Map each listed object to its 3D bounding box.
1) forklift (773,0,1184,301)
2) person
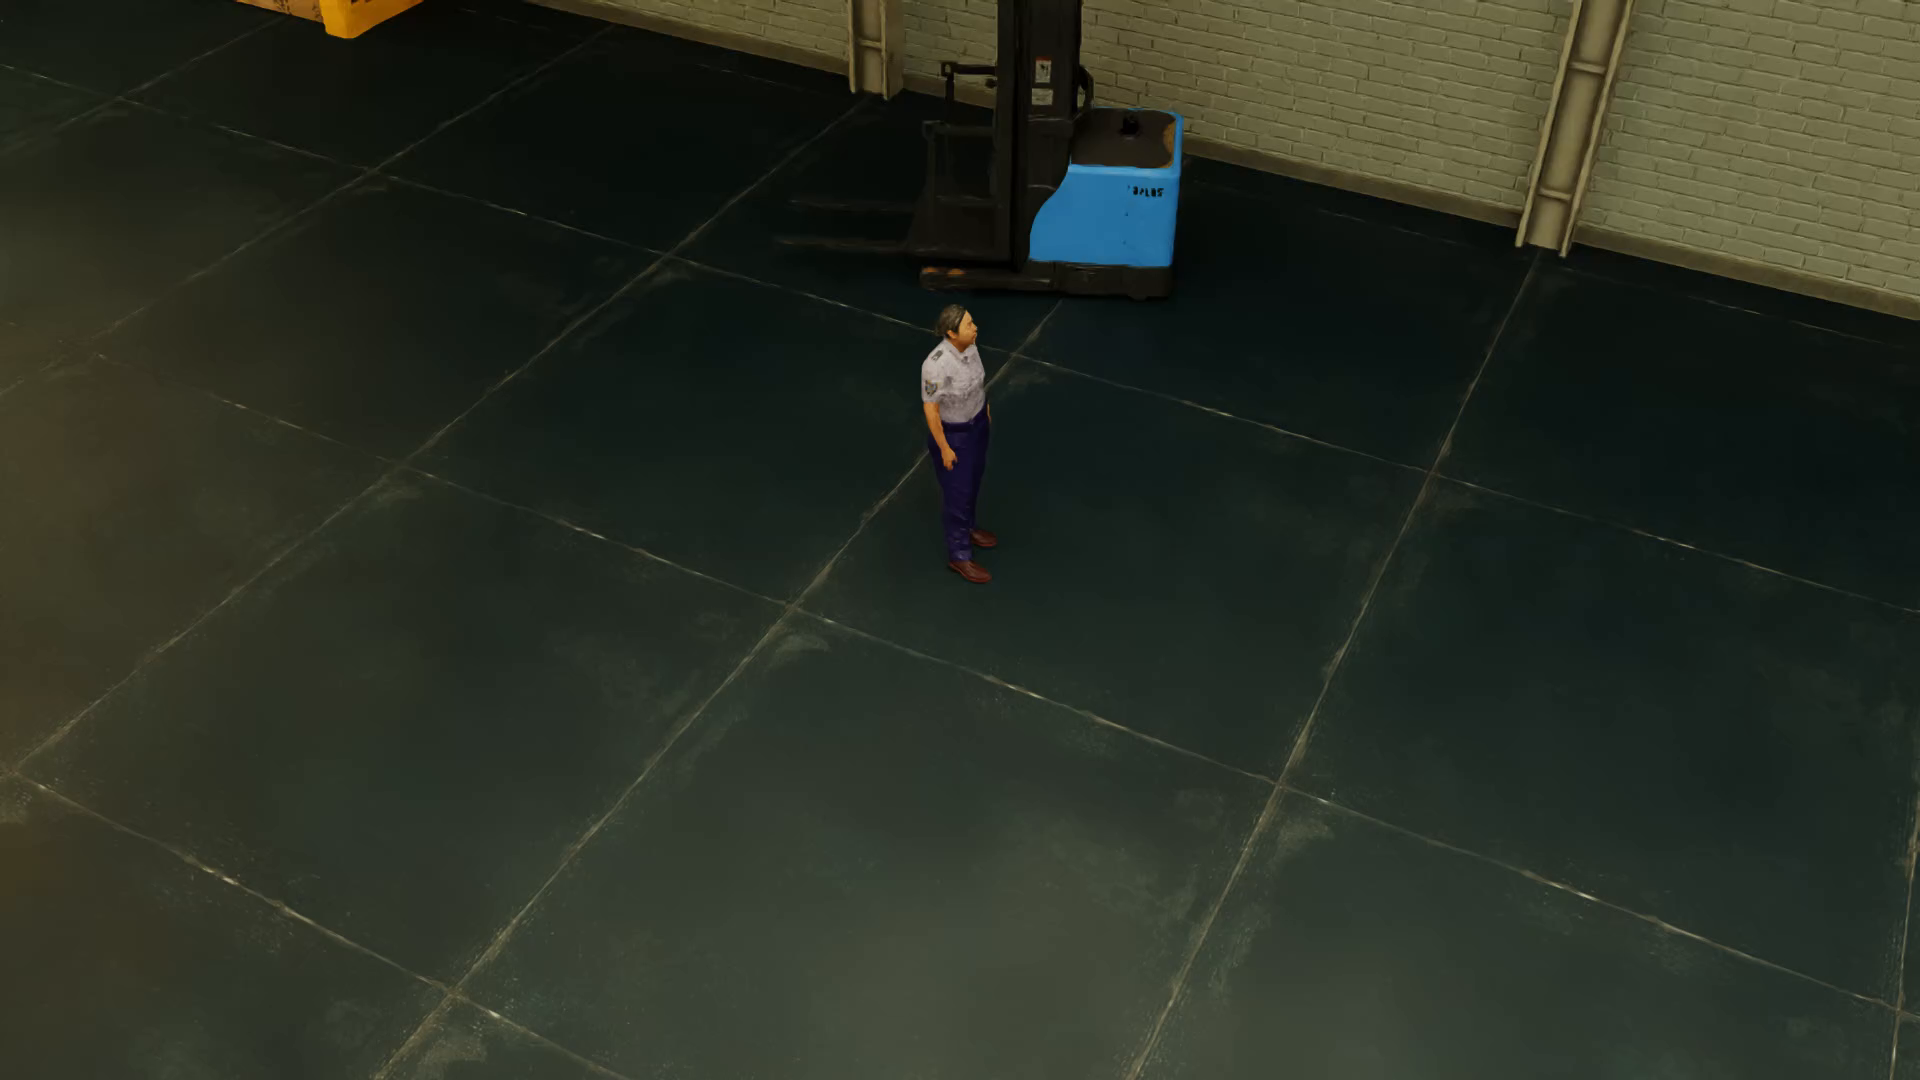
[{"bbox_3d":[0.122,-3.315,11.923,3.031,2.935,1.130,5,40,6],"label":"forklift"},{"bbox_3d":[0.069,-0.590,9.685,0.502,1.633,0.599,18,43,21],"label":"person"}]
